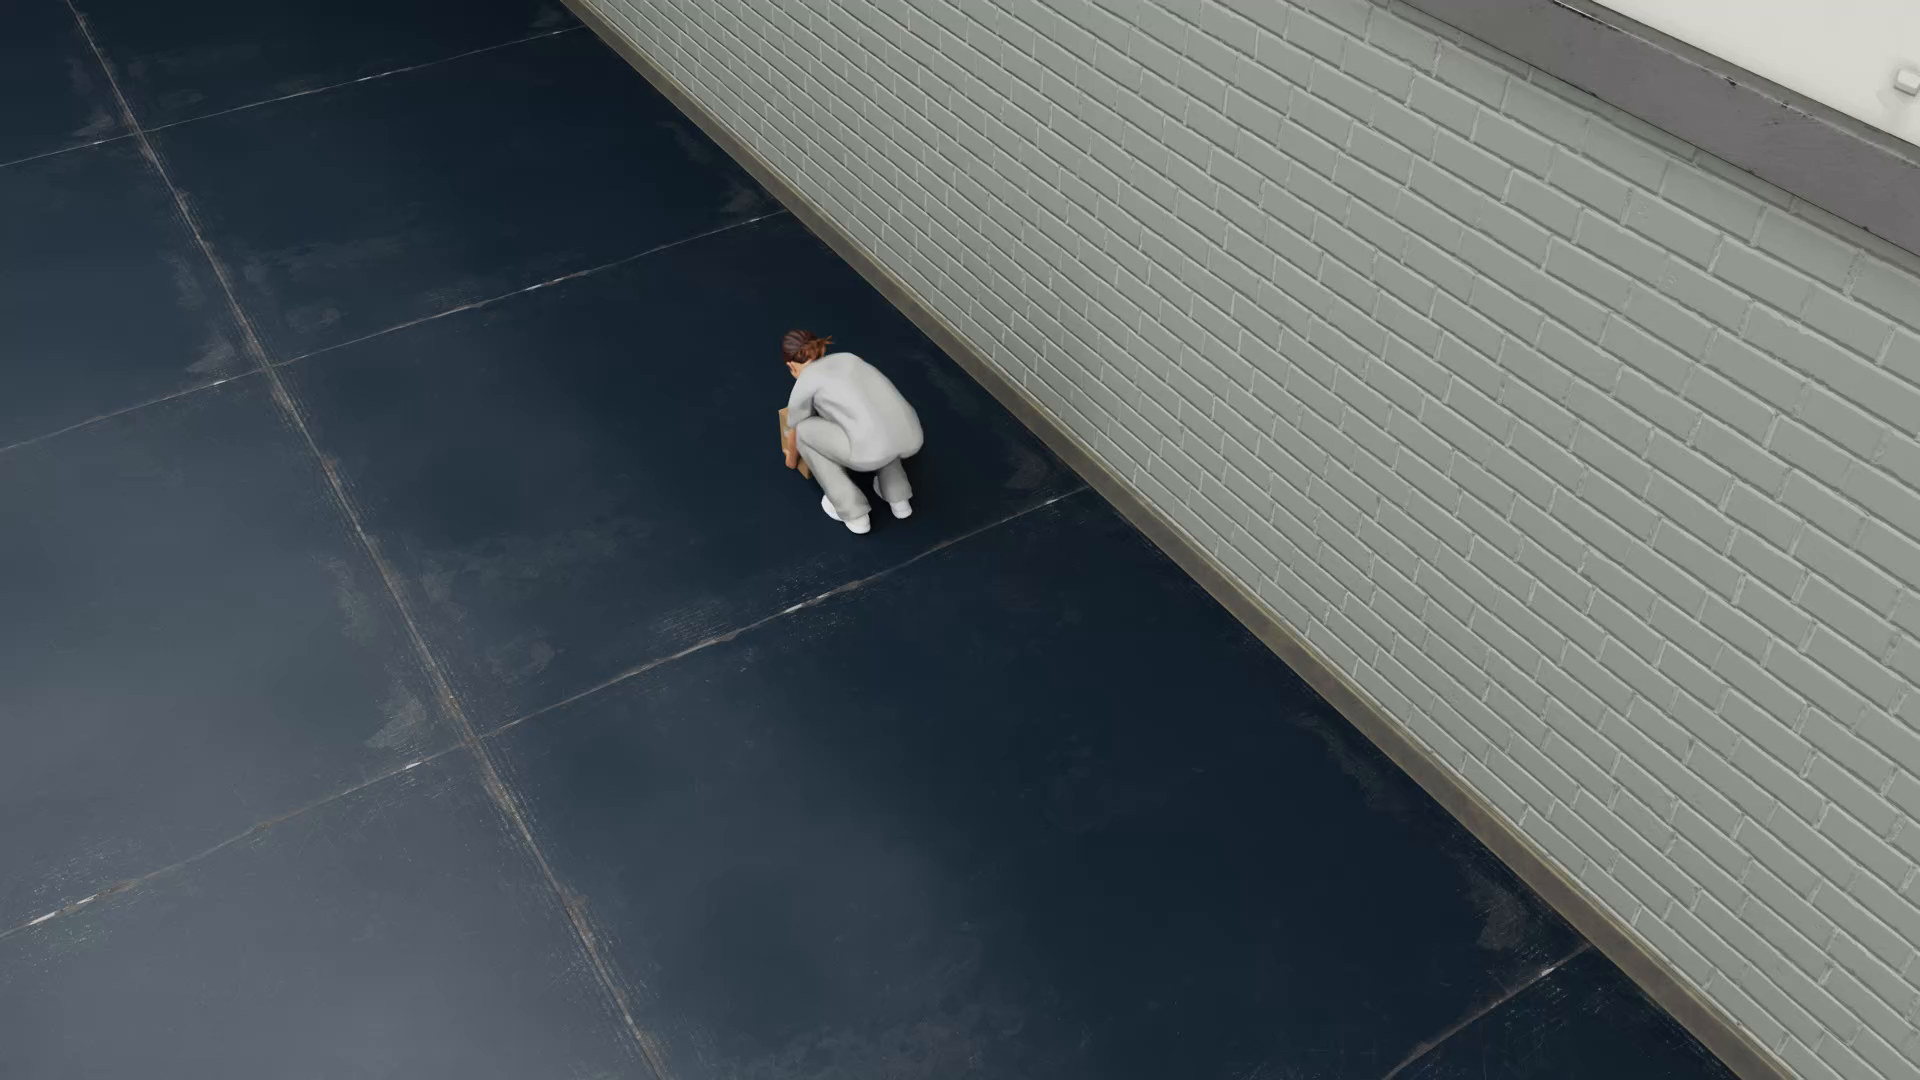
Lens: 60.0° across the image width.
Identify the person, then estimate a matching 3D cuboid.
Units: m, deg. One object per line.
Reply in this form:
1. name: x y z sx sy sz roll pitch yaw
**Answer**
1. person: -0.504 -0.502 7.457 0.458 0.764 0.863 -24 46 -25
